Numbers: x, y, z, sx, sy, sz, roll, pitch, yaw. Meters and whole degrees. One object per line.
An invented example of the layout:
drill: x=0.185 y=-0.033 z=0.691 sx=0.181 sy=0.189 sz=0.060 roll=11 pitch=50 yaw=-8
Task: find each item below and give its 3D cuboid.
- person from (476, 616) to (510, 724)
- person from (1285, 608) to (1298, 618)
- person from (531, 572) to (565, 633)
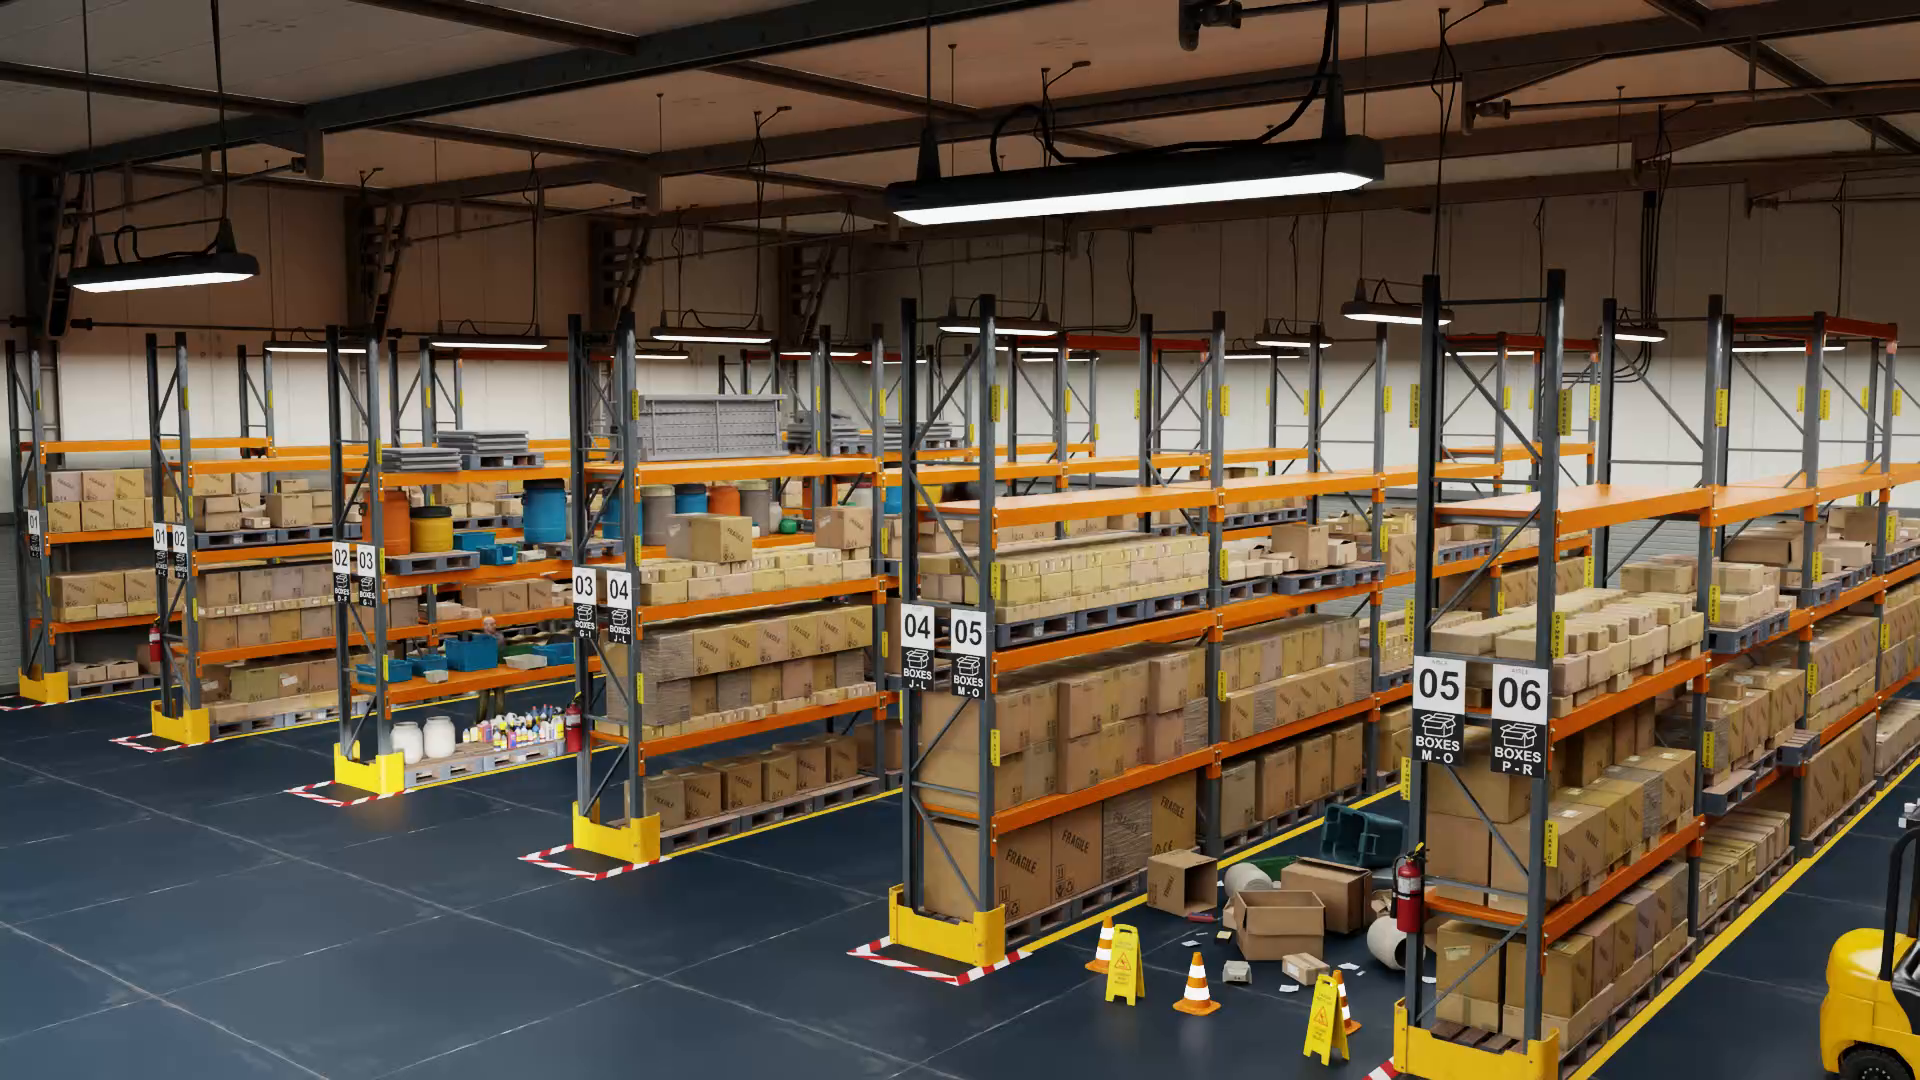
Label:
person: x=-7.030 y=2.081 z=25.076 sx=0.632 sy=1.861 sz=0.477 roll=-3 pitch=6 yaw=-28
person: x=5.619 y=1.886 z=27.956 sx=0.547 sy=1.589 sz=0.648 roll=4 pitch=7 yaw=41
person: x=-7.910 y=1.419 z=31.903 sx=0.571 sy=1.772 sz=0.547 roll=2 pitch=5 yaw=18
